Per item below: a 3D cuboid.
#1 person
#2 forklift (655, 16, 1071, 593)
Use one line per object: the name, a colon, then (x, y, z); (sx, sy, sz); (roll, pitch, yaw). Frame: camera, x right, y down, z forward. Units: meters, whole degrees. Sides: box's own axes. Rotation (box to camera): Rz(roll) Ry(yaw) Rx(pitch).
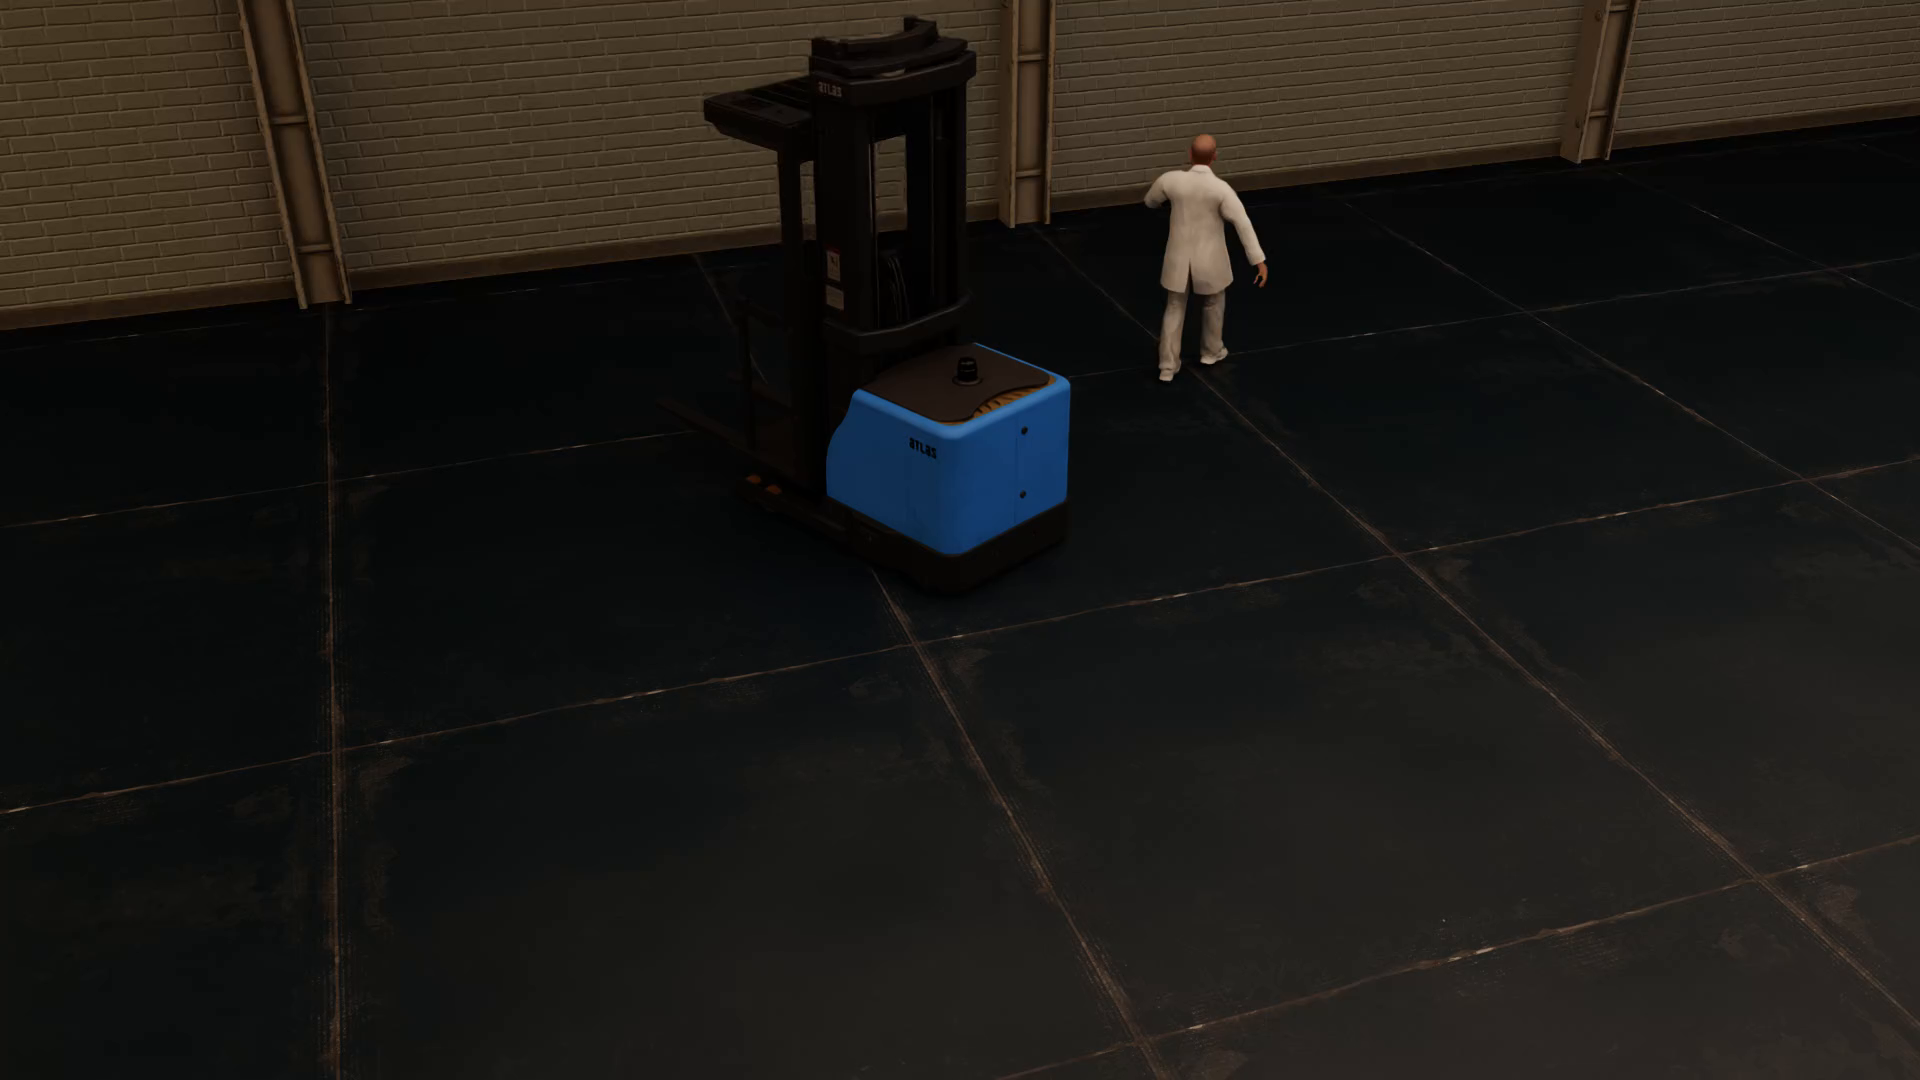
person: (1.731, -2.020, 11.810); (1.032, 1.765, 0.796); (13, 32, 21)
forklift: (-0.752, -1.605, 9.877); (3.031, 2.935, 1.130); (26, 39, 38)
